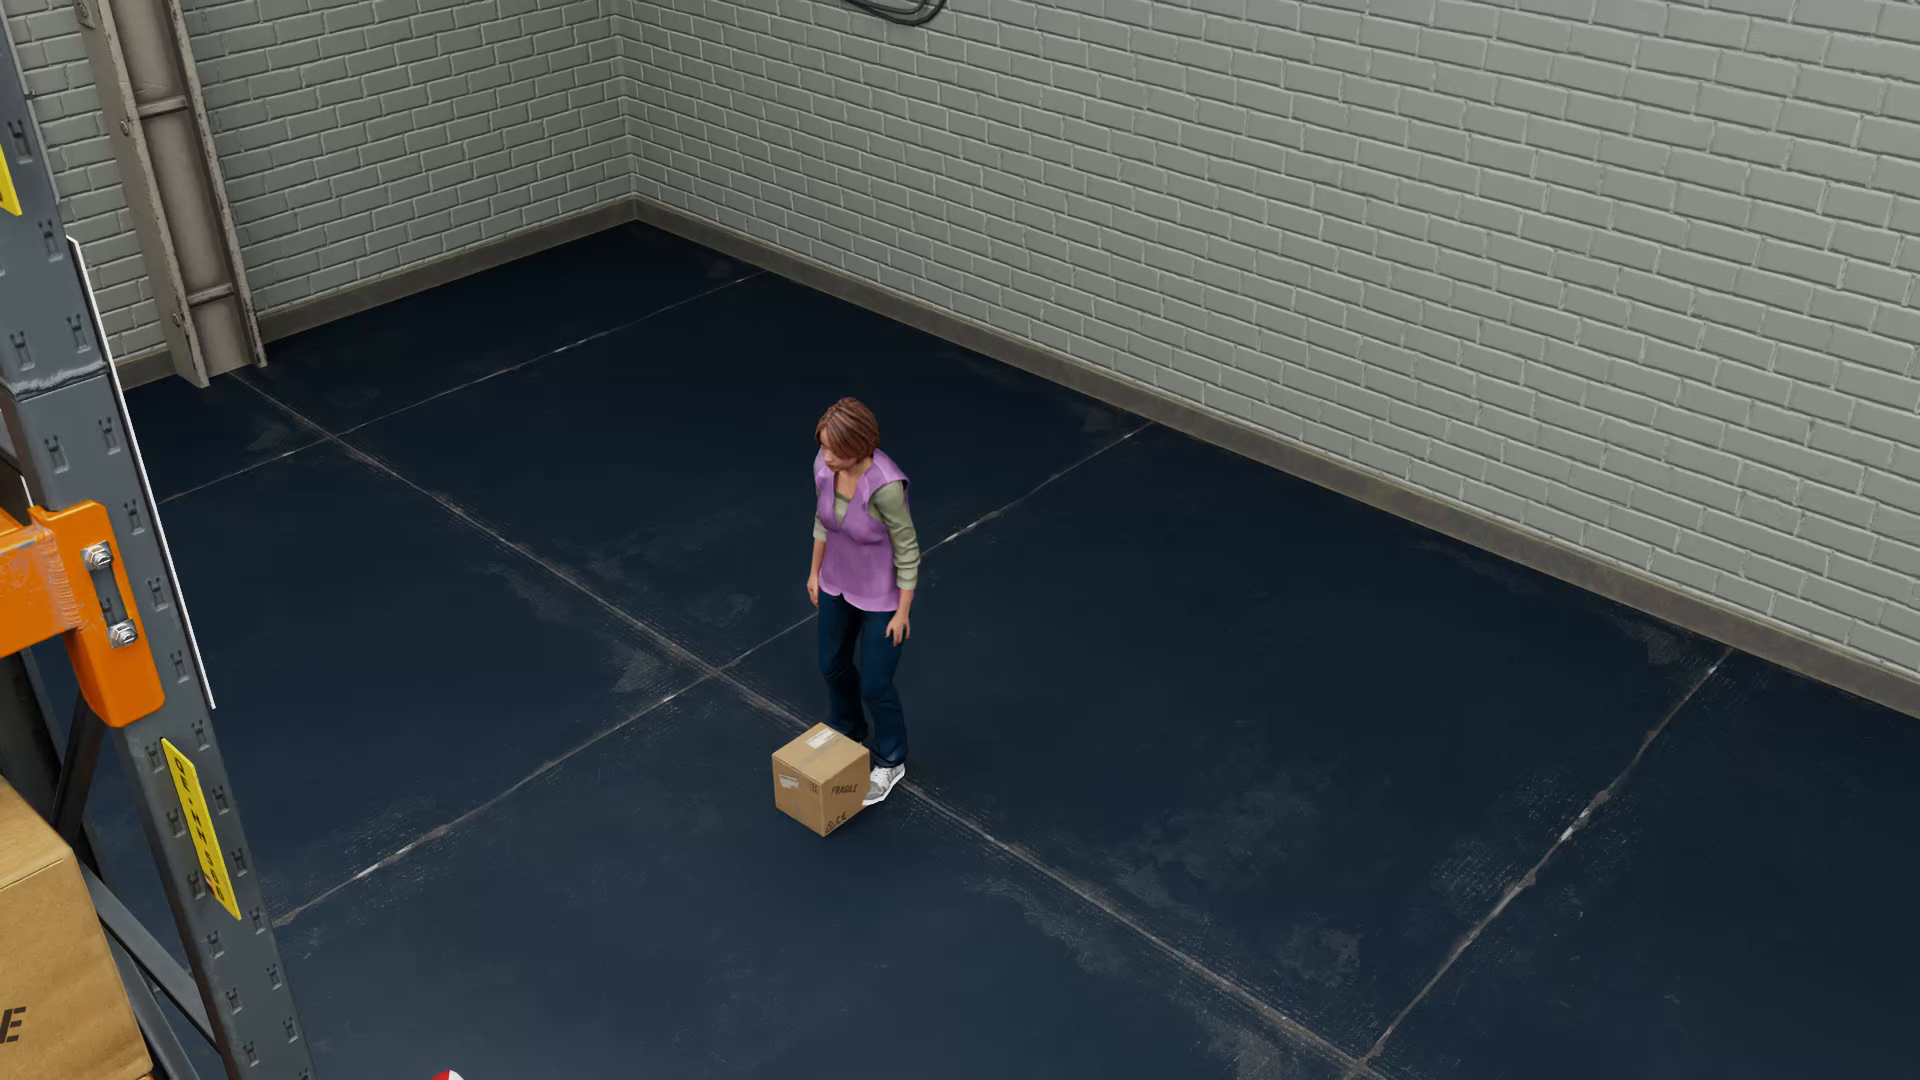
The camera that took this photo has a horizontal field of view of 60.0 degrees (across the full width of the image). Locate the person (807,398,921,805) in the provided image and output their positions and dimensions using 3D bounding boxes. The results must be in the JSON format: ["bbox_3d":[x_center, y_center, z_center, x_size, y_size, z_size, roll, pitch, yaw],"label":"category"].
[{"bbox_3d":[-0.347,0.198,5.826,0.471,1.592,0.348,23,39,33],"label":"person"}]
